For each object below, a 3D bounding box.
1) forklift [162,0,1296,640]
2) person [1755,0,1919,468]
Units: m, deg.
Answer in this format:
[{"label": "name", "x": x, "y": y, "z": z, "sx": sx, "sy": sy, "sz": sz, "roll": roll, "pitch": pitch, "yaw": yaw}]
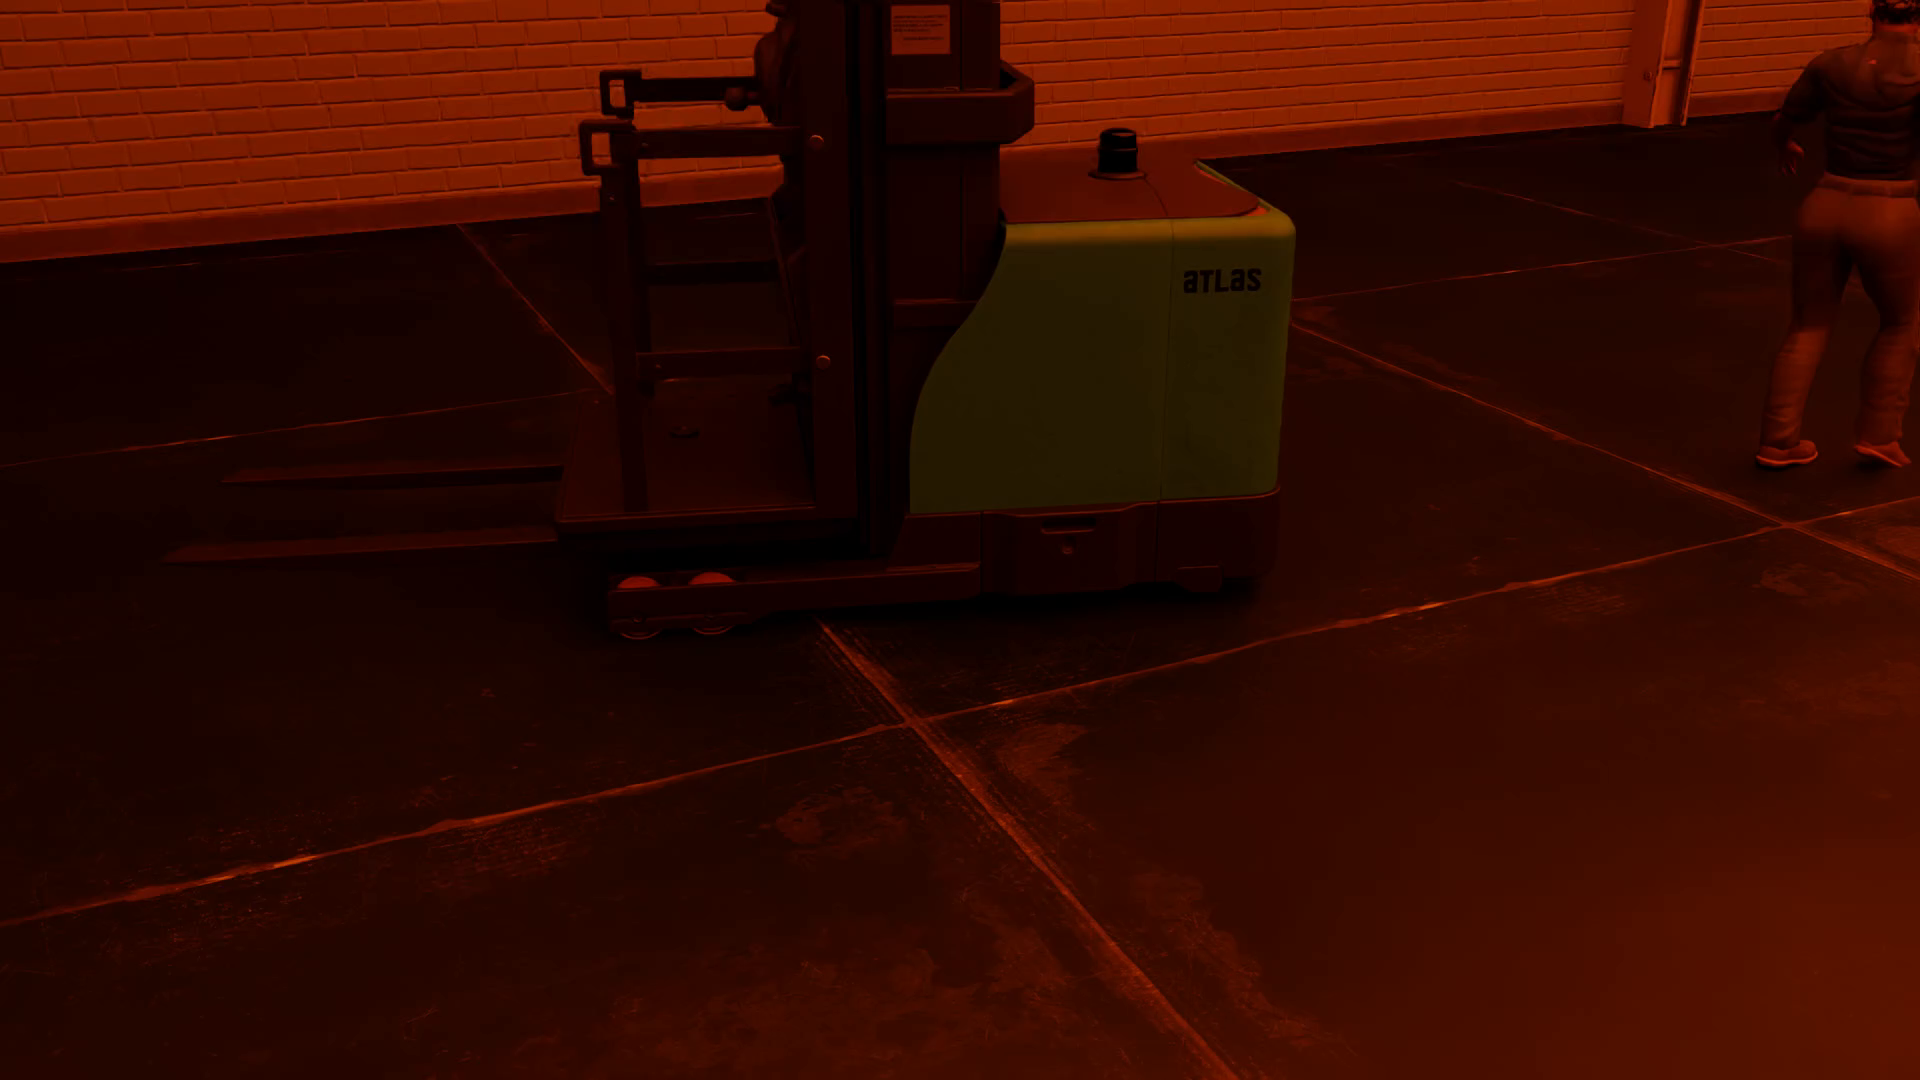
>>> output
[{"label": "forklift", "x": -0.659, "y": -1.303, "z": 4.422, "sx": 3.031, "sy": 2.935, "sz": 1.130, "roll": -3, "pitch": 23, "yaw": -8}, {"label": "person", "x": 3.006, "y": -1.005, "z": 5.477, "sx": 0.551, "sy": 1.687, "sz": 0.899, "roll": -16, "pitch": 27, "yaw": -34}]
